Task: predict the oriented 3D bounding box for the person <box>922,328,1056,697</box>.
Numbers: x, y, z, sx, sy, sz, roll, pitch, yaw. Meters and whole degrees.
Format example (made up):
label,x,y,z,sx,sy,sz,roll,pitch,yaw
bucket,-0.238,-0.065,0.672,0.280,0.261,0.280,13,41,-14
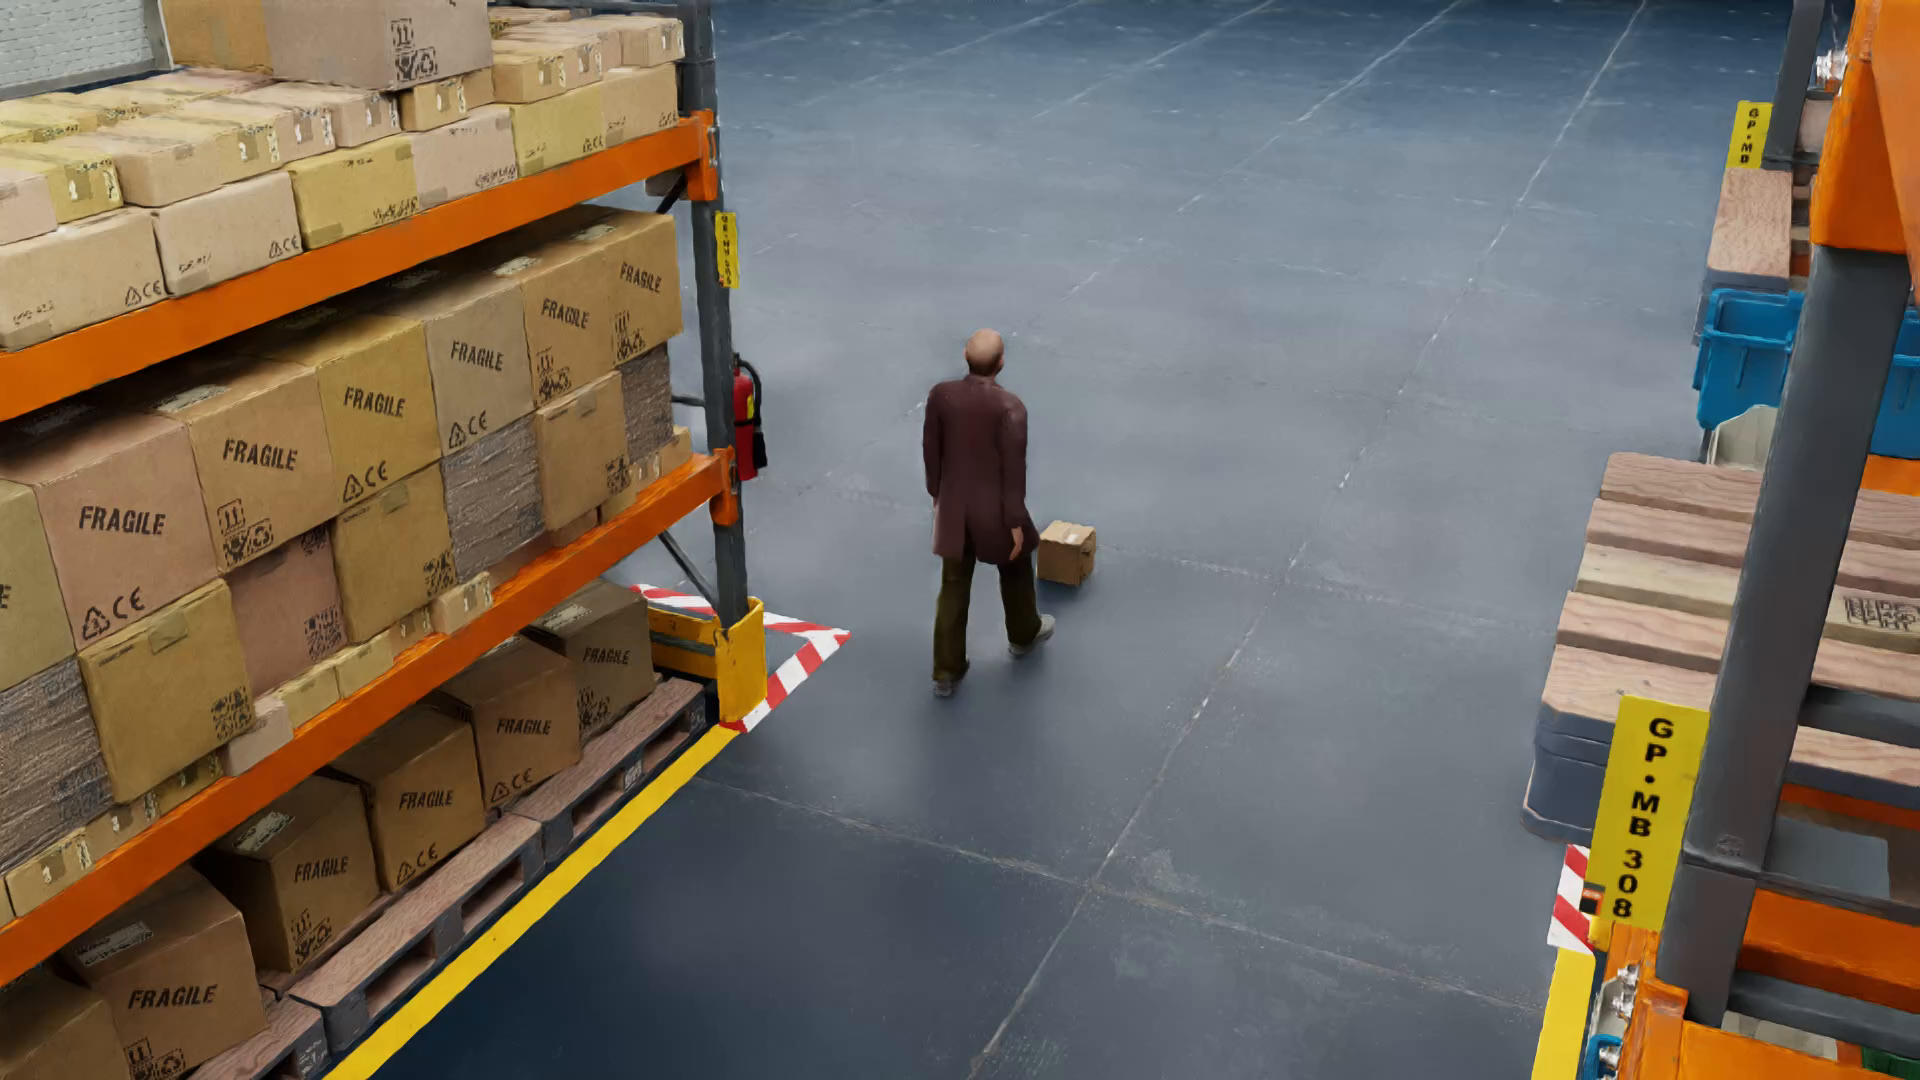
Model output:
label,x,y,z,sx,sy,sz,roll,pitch,yaw
person,0.118,-0.191,7.997,0.614,1.748,0.889,12,28,23
